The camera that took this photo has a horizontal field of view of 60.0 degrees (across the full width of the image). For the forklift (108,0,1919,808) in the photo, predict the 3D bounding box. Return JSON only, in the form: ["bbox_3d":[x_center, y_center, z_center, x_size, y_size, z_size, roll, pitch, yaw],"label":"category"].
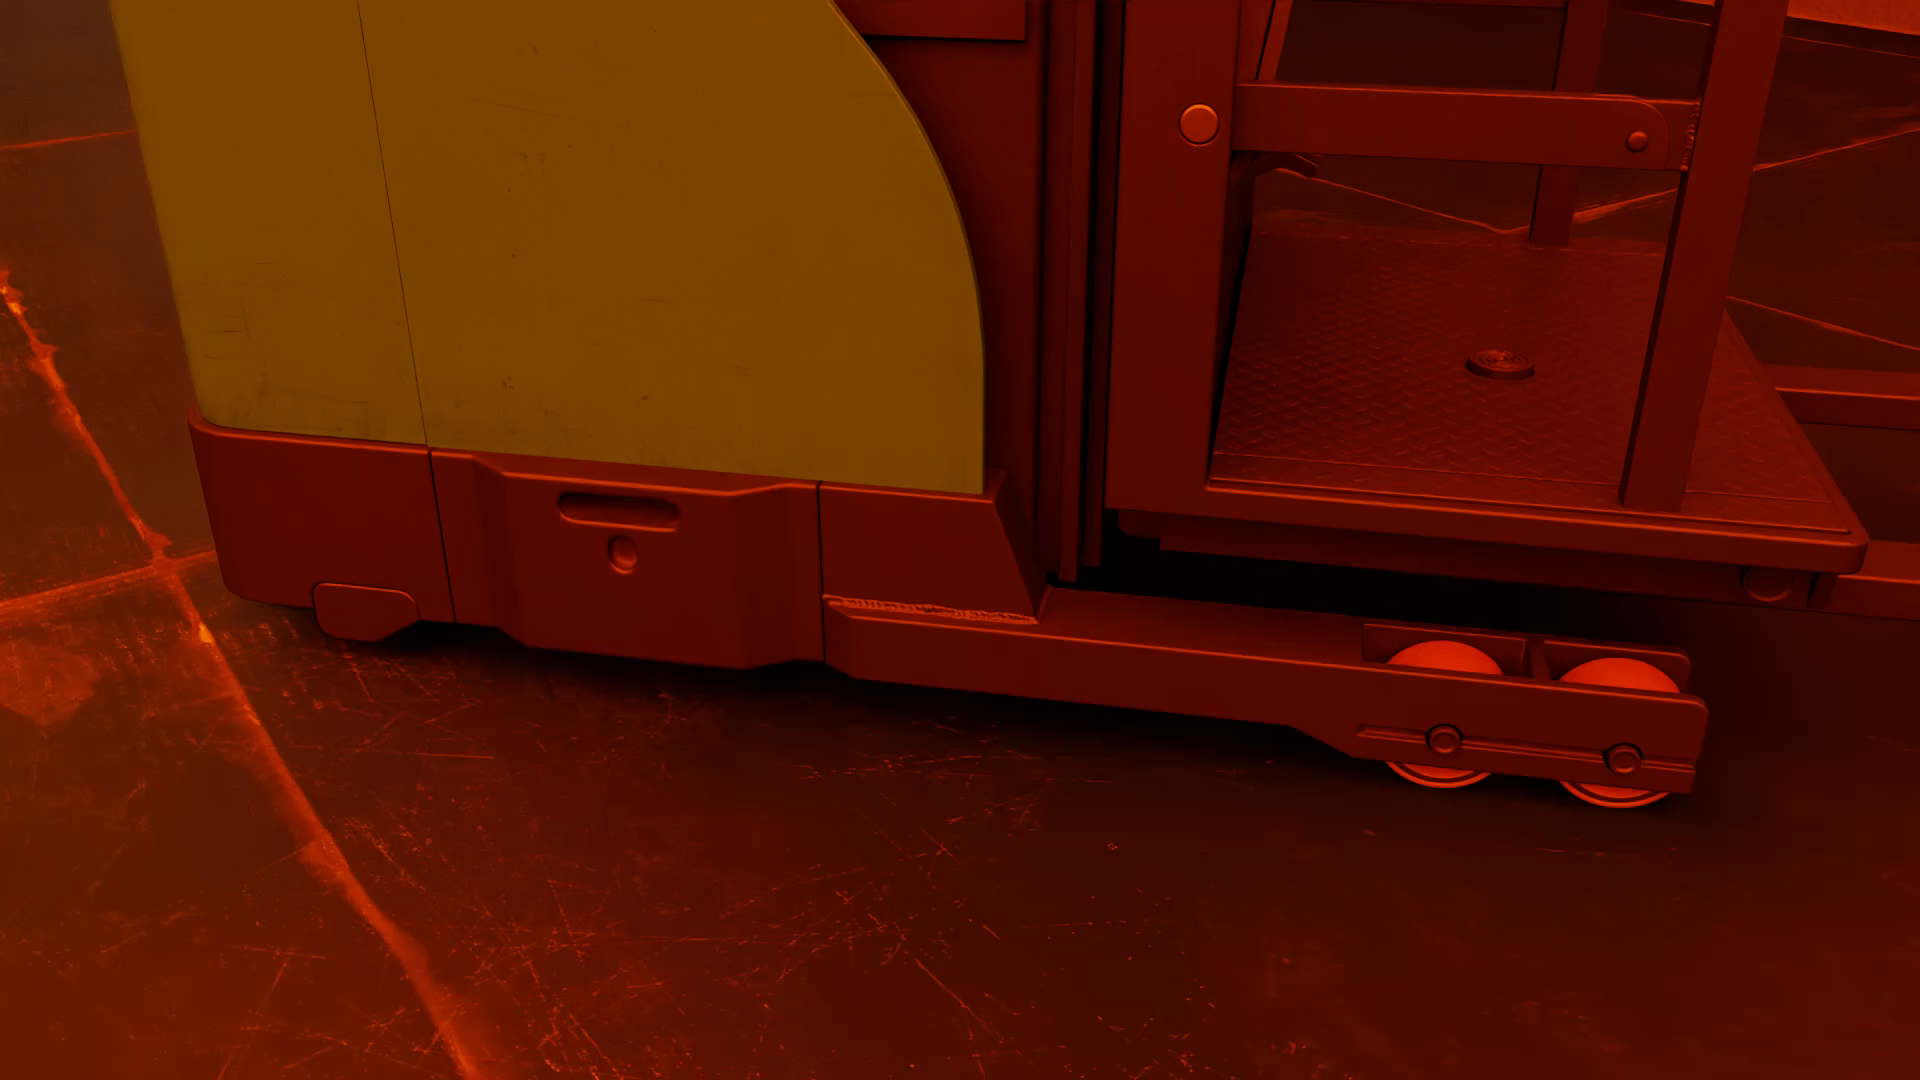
[{"bbox_3d":[0.573,-1.266,1.755,3.031,2.935,1.130,5,27,10],"label":"forklift"}]
